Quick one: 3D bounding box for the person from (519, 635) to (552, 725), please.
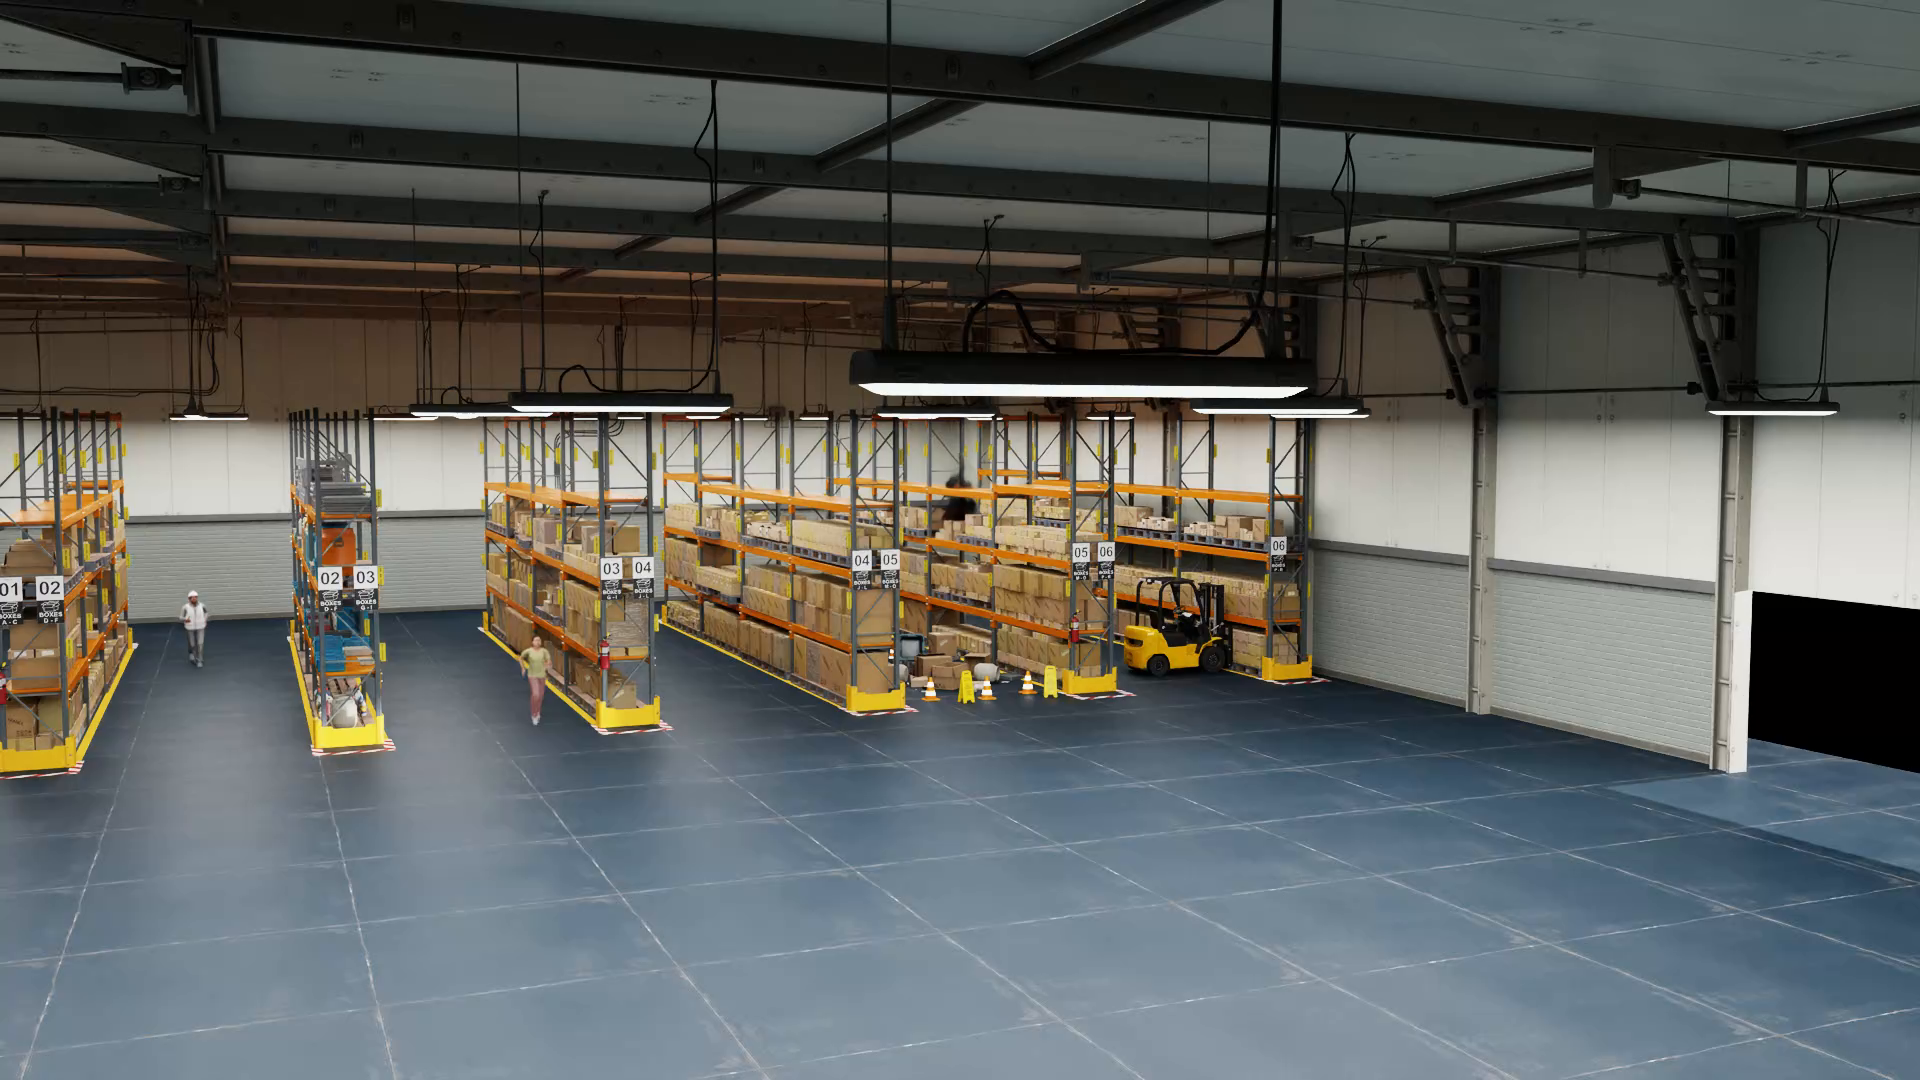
[{"bbox_3d":[-8.097,2.661,31.803,0.543,1.720,0.723,-2,5,-32],"label":"person"}]

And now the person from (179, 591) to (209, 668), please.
[{"bbox_3d":[-18.034,2.091,39.183,0.661,1.781,0.951,-2,5,-31],"label":"person"}]

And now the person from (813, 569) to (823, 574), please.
[{"bbox_3d":[-4.358,1.364,51.189,0.569,1.537,0.599,-2,4,-23],"label":"person"}]
